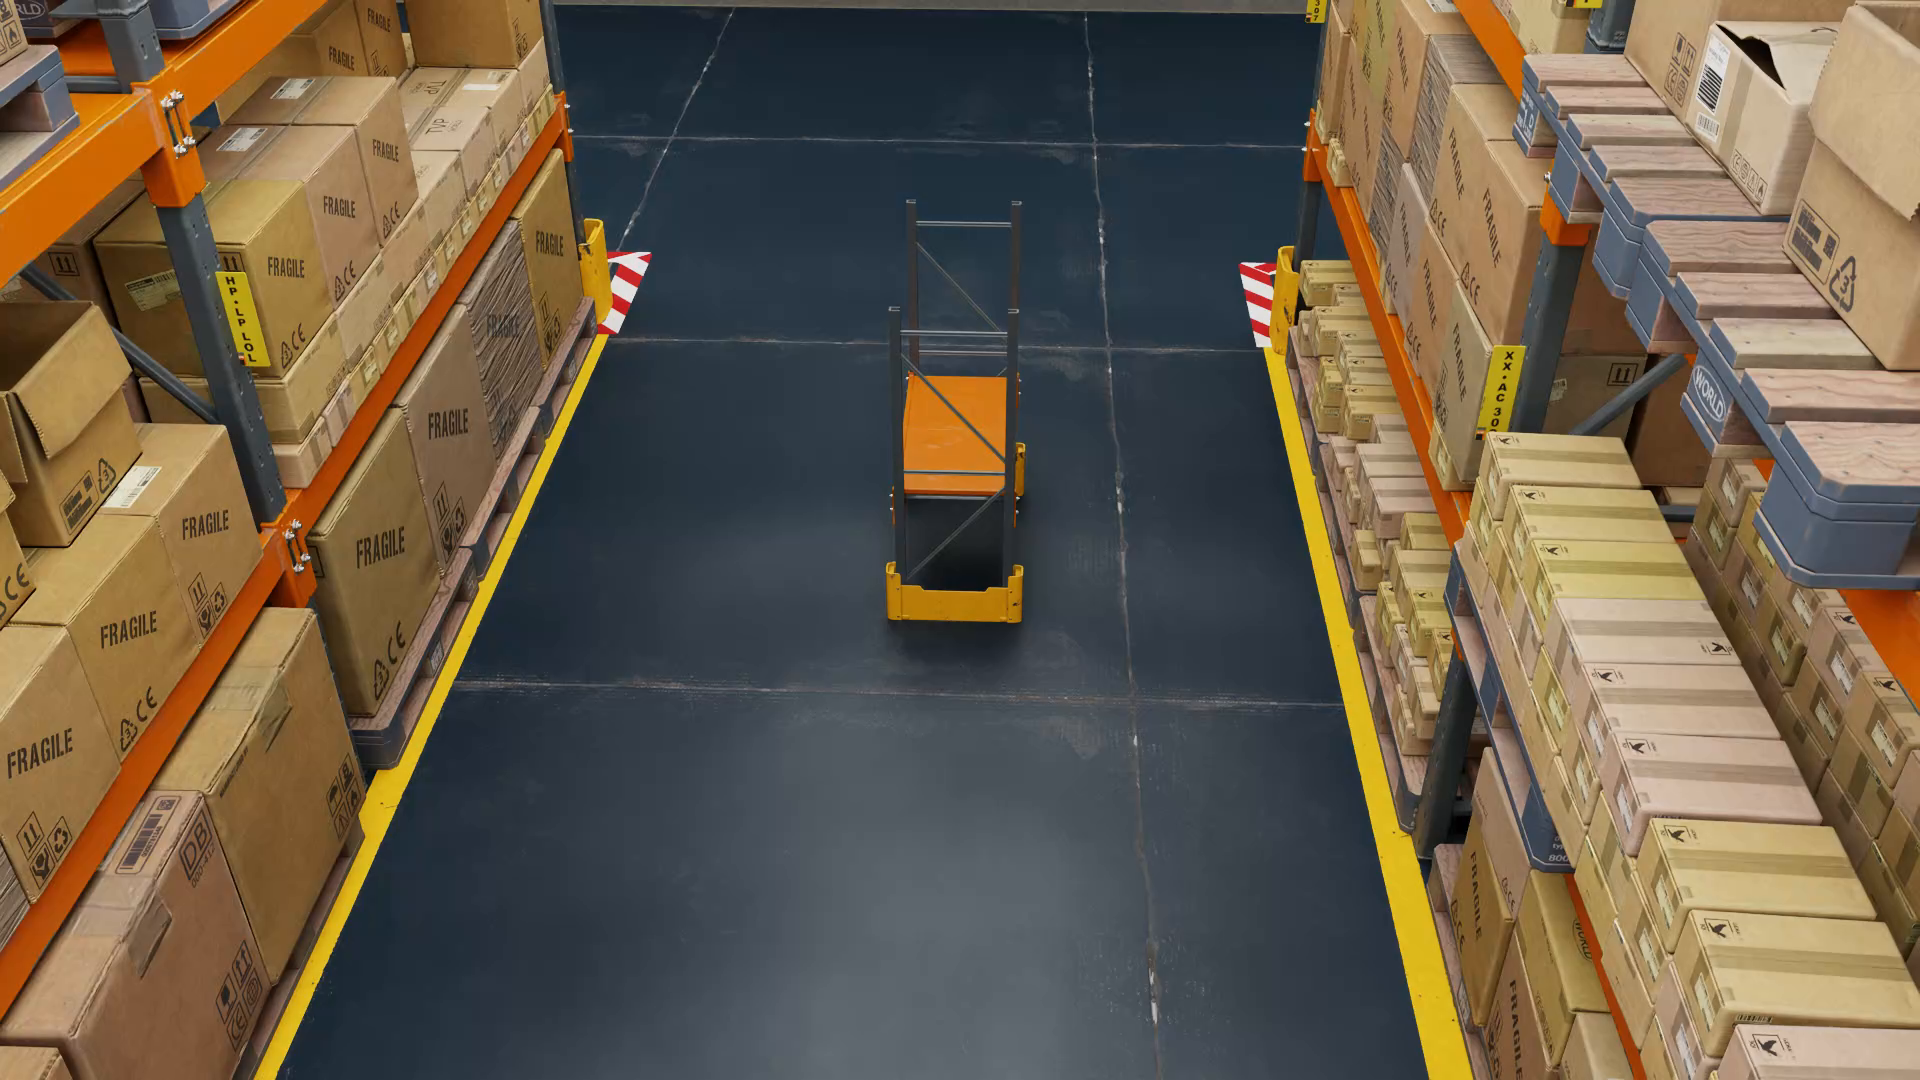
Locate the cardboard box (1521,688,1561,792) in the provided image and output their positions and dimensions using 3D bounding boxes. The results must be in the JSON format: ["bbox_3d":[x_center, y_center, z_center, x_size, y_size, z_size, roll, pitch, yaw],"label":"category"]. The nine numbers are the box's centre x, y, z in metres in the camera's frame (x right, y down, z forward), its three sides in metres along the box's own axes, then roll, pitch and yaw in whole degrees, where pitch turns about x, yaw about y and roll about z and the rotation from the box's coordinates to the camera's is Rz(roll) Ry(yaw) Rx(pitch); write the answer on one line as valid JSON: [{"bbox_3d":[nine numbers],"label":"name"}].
[{"bbox_3d":[1.668,0.516,4.261,0.380,0.149,0.250,2,35,2],"label":"cardboard box"}]

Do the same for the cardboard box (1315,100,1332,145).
[{"bbox_3d":[1.994,-2.095,8.341,0.380,0.149,0.250,1,35,2],"label":"cardboard box"}]

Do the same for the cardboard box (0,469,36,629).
[{"bbox_3d":[-2.834,0.059,4.098,0.797,0.503,0.637,2,35,2],"label":"cardboard box"}]

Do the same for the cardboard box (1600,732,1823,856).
[{"bbox_3d":[1.648,0.568,3.669,0.380,0.149,0.250,3,35,4],"label":"cardboard box"}]

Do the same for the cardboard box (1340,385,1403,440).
[{"bbox_3d":[1.941,-0.575,7.557,0.380,0.149,0.250,2,35,3],"label":"cardboard box"}]

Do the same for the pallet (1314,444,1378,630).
[{"bbox_3d":[2.212,-0.027,7.604,1.003,0.211,1.213,1,35,2],"label":"pallet"}]

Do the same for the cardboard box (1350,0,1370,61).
[{"bbox_3d":[2.038,-2.406,7.350,0.500,0.500,0.500,2,35,3],"label":"cardboard box"}]

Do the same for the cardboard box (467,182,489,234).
[{"bbox_3d":[-2.352,-1.498,7.491,0.380,0.149,0.250,1,35,2],"label":"cardboard box"}]

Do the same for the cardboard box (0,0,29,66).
[{"bbox_3d":[-2.791,-1.357,4.012,0.700,0.500,0.500,2,35,3],"label":"cardboard box"}]

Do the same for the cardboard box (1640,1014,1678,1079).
[{"bbox_3d":[1.631,1.120,3.401,0.380,0.149,0.250,2,35,3],"label":"cardboard box"}]

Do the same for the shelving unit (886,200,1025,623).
[{"bbox_3d":[-0.003,-0.570,7.256,0.587,1.500,1.083,1,35,2],"label":"shelving unit"}]

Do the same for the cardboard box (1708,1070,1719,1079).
[{"bbox_3d":[1.618,1.144,3.109,0.380,0.149,0.250,1,35,2],"label":"cardboard box"}]

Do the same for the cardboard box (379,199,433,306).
[{"bbox_3d":[-2.457,-1.158,6.661,0.500,0.250,0.500,2,35,3],"label":"cardboard box"}]

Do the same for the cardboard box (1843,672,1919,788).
[{"bbox_3d":[2.307,0.439,3.852,0.380,0.149,0.250,0,35,0],"label":"cardboard box"}]

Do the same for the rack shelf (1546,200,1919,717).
[{"bbox_3d":[2.094,0.138,2.962,1.077,0.370,4.000,1,35,2],"label":"rack shelf"}]

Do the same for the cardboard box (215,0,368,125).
[{"bbox_3d":[-2.941,-2.061,7.294,0.500,0.500,0.500,0,35,1],"label":"cardboard box"}]

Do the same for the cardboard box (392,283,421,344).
[{"bbox_3d":[-2.394,-0.911,6.655,0.380,0.149,0.250,1,35,1],"label":"cardboard box"}]

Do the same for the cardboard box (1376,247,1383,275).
[{"bbox_3d":[1.983,-1.197,7.064,0.380,0.149,0.250,3,35,4],"label":"cardboard box"}]

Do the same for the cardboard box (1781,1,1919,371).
[{"bbox_3d":[1.981,-0.635,2.981,0.797,0.503,0.637,1,35,1],"label":"cardboard box"}]

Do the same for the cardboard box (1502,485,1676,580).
[{"bbox_3d":[1.694,-0.014,4.498,0.380,0.149,0.250,2,35,3],"label":"cardboard box"}]

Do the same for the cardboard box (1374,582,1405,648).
[{"bbox_3d":[1.861,0.296,6.575,0.380,0.149,0.250,0,35,0],"label":"cardboard box"}]

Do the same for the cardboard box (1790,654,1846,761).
[{"bbox_3d":[2.327,0.415,4.145,0.380,0.149,0.250,0,35,0],"label":"cardboard box"}]

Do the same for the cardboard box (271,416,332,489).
[{"bbox_3d":[-2.433,-0.310,5.801,0.380,0.149,0.250,1,35,2],"label":"cardboard box"}]

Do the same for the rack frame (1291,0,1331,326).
[{"bbox_3d":[2.335,-2.376,8.522,1.000,3.000,0.127,1,35,2],"label":"rack frame"}]

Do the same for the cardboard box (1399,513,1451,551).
[{"bbox_3d":[1.990,0.024,6.703,0.380,0.149,0.250,2,35,3],"label":"cardboard box"}]

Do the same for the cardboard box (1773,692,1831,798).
[{"bbox_3d":[2.324,0.522,4.252,0.380,0.149,0.250,0,35,-1],"label":"cardboard box"}]

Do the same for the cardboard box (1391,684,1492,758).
[{"bbox_3d":[1.850,0.683,6.283,0.380,0.149,0.250,2,35,2],"label":"cardboard box"}]

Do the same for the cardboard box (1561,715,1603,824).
[{"bbox_3d":[1.662,0.549,3.955,0.380,0.149,0.250,3,35,4],"label":"cardboard box"}]

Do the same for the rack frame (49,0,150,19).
[{"bbox_3d":[-2.778,-2.705,3.773,1.000,3.000,0.127,1,35,2],"label":"rack frame"}]

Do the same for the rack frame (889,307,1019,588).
[{"bbox_3d":[-0.024,-0.273,6.833,0.500,1.500,0.032,1,35,2],"label":"rack frame"}]

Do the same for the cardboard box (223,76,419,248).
[{"bbox_3d":[-2.459,-1.469,6.451,0.500,0.500,0.500,0,35,0],"label":"cardboard box"}]

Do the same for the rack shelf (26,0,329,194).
[{"bbox_3d":[-2.697,-2.333,6.477,1.077,0.370,4.000,1,35,2],"label":"rack shelf"}]

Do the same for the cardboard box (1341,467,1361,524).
[{"bbox_3d":[1.945,-0.199,7.539,0.380,0.149,0.250,1,35,2],"label":"cardboard box"}]

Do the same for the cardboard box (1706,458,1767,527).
[{"bbox_3d":[2.353,-0.155,4.698,0.380,0.149,0.250,3,35,4],"label":"cardboard box"}]

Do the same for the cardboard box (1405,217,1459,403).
[{"bbox_3d":[1.933,-0.823,5.967,0.500,0.500,0.500,0,35,1],"label":"cardboard box"}]

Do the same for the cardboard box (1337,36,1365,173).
[{"bbox_3d":[2.045,-1.979,7.612,0.500,0.500,0.500,1,35,2],"label":"cardboard box"}]

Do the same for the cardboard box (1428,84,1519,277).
[{"bbox_3d":[1.938,-1.223,5.667,0.500,0.500,0.500,0,35,0],"label":"cardboard box"}]

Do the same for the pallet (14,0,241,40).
[{"bbox_3d":[-2.734,-1.911,5.330,1.003,0.211,1.213,1,35,2],"label":"pallet"}]

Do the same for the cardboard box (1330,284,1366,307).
[{"bbox_3d":[2.083,-1.171,8.404,0.380,0.149,0.250,2,35,3],"label":"cardboard box"}]

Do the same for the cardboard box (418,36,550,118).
[{"bbox_3d":[-2.371,-2.325,8.321,0.500,0.250,0.500,1,35,1],"label":"cardboard box"}]

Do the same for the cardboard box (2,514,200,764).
[{"bbox_3d":[-2.550,0.268,4.674,0.500,0.500,0.500,2,35,3],"label":"cardboard box"}]

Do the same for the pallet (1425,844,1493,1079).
[{"bbox_3d":[2.144,1.510,5.418,1.003,0.211,1.213,1,35,2],"label":"pallet"}]

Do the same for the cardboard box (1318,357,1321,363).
[{"bbox_3d":[2.065,-0.936,8.587,0.380,0.149,0.250,1,35,2],"label":"cardboard box"}]

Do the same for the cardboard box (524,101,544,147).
[{"bbox_3d":[-2.311,-2.084,8.326,0.380,0.149,0.250,2,35,2],"label":"cardboard box"}]

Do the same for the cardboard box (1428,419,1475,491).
[{"bbox_3d":[1.853,-0.295,5.780,0.380,0.149,0.250,0,35,1],"label":"cardboard box"}]

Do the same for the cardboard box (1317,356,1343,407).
[{"bbox_3d":[1.950,-0.765,8.085,0.380,0.149,0.250,2,35,3],"label":"cardboard box"}]

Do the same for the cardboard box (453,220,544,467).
[{"bbox_3d":[-2.599,-0.959,7.988,0.875,0.875,0.875,1,35,2],"label":"cardboard box"}]

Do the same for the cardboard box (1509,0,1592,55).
[{"bbox_3d":[1.924,-1.532,4.843,0.500,0.250,0.500,2,35,3],"label":"cardboard box"}]

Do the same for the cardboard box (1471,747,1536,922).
[{"bbox_3d":[1.881,0.884,5.039,0.500,0.250,0.500,0,35,0],"label":"cardboard box"}]

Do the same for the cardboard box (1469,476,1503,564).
[{"bbox_3d":[1.699,-0.053,4.811,0.380,0.149,0.250,2,35,3],"label":"cardboard box"}]

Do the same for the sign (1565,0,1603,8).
[{"bbox_3d":[1.632,-1.525,4.253,0.100,0.325,0.005,1,35,2],"label":"sign"}]
